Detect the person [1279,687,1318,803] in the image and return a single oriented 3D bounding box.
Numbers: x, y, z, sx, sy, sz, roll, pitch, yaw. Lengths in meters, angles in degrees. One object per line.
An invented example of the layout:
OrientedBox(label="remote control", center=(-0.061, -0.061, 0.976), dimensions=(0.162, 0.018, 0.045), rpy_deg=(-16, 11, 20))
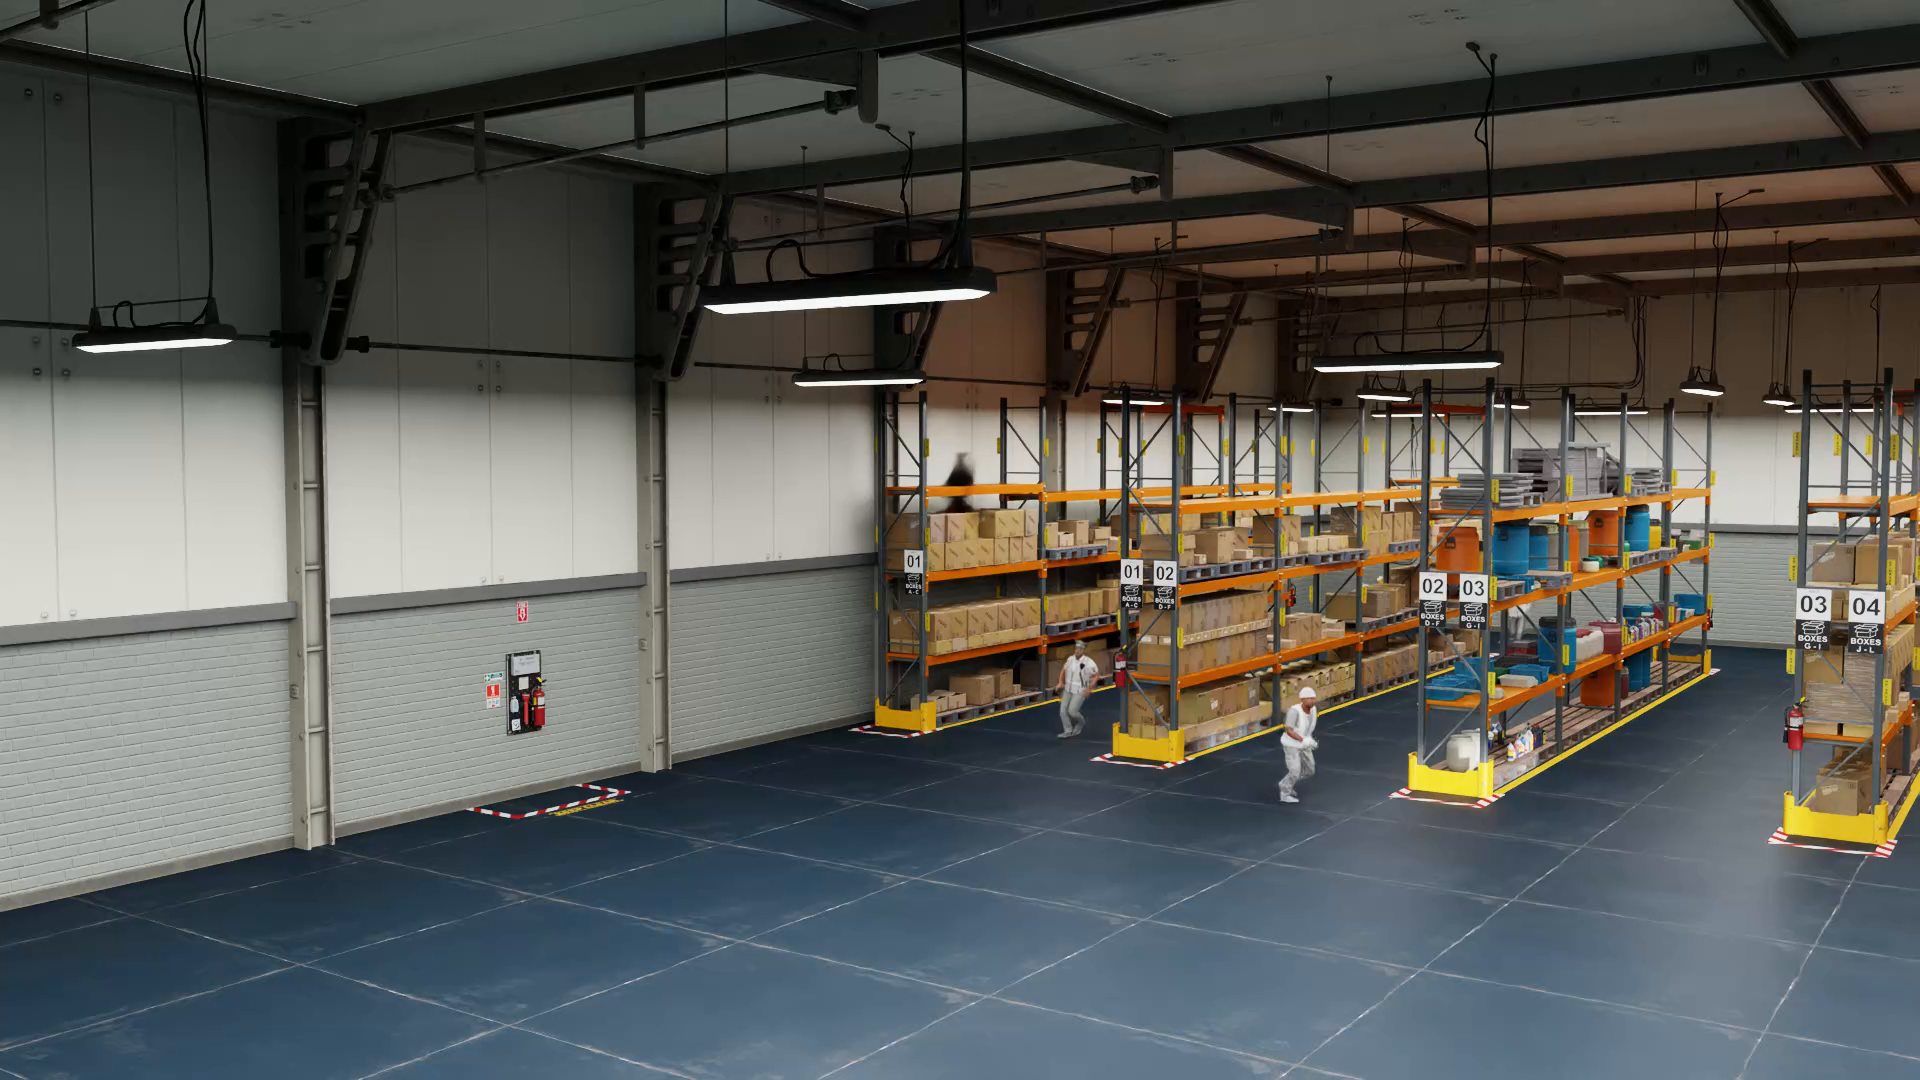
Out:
OrientedBox(label="person", center=(4.758, 2.875, 23.314), dimensions=(0.695, 1.676, 0.794), rpy_deg=(-3, 4, -39))

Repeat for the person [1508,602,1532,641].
OrientedBox(label="person", center=(13.729, 1.871, 40.942), dimensions=(0.657, 1.734, 0.686), rpy_deg=(1, 3, 17))

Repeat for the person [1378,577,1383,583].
OrientedBox(label="person", center=(10.781, 1.783, 42.782), dimensions=(0.751, 1.693, 0.552), rpy_deg=(-2, 4, -25))

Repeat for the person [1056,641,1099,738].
OrientedBox(label="person", center=(2.001, 2.563, 28.484), dimensions=(0.715, 1.703, 0.540), rpy_deg=(2, 4, 36))
